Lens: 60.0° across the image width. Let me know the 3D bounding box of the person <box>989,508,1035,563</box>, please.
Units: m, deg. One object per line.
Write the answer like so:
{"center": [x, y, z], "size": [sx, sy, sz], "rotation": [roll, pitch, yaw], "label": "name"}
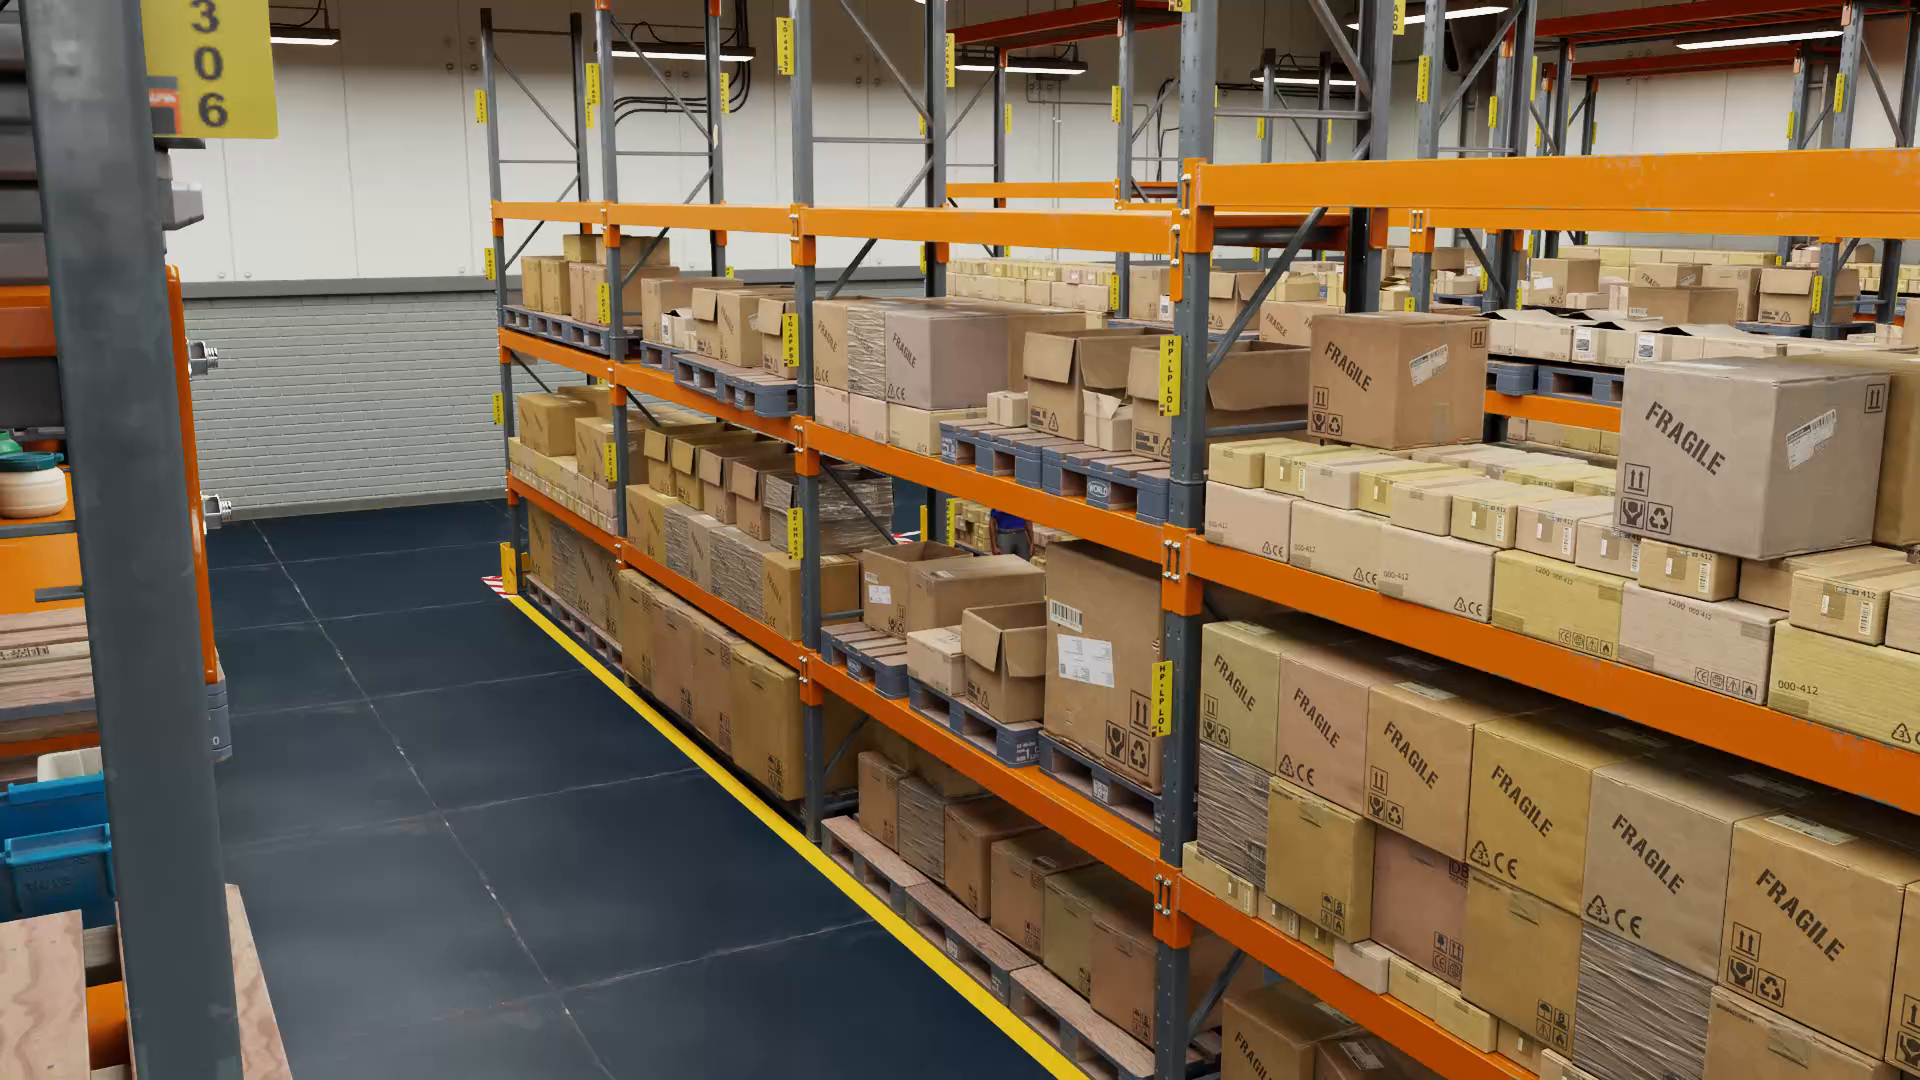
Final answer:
{"center": [0.503, 0.053, 16.209], "size": [0.507, 1.655, 0.349], "rotation": [-7, 14, -30], "label": "person"}
